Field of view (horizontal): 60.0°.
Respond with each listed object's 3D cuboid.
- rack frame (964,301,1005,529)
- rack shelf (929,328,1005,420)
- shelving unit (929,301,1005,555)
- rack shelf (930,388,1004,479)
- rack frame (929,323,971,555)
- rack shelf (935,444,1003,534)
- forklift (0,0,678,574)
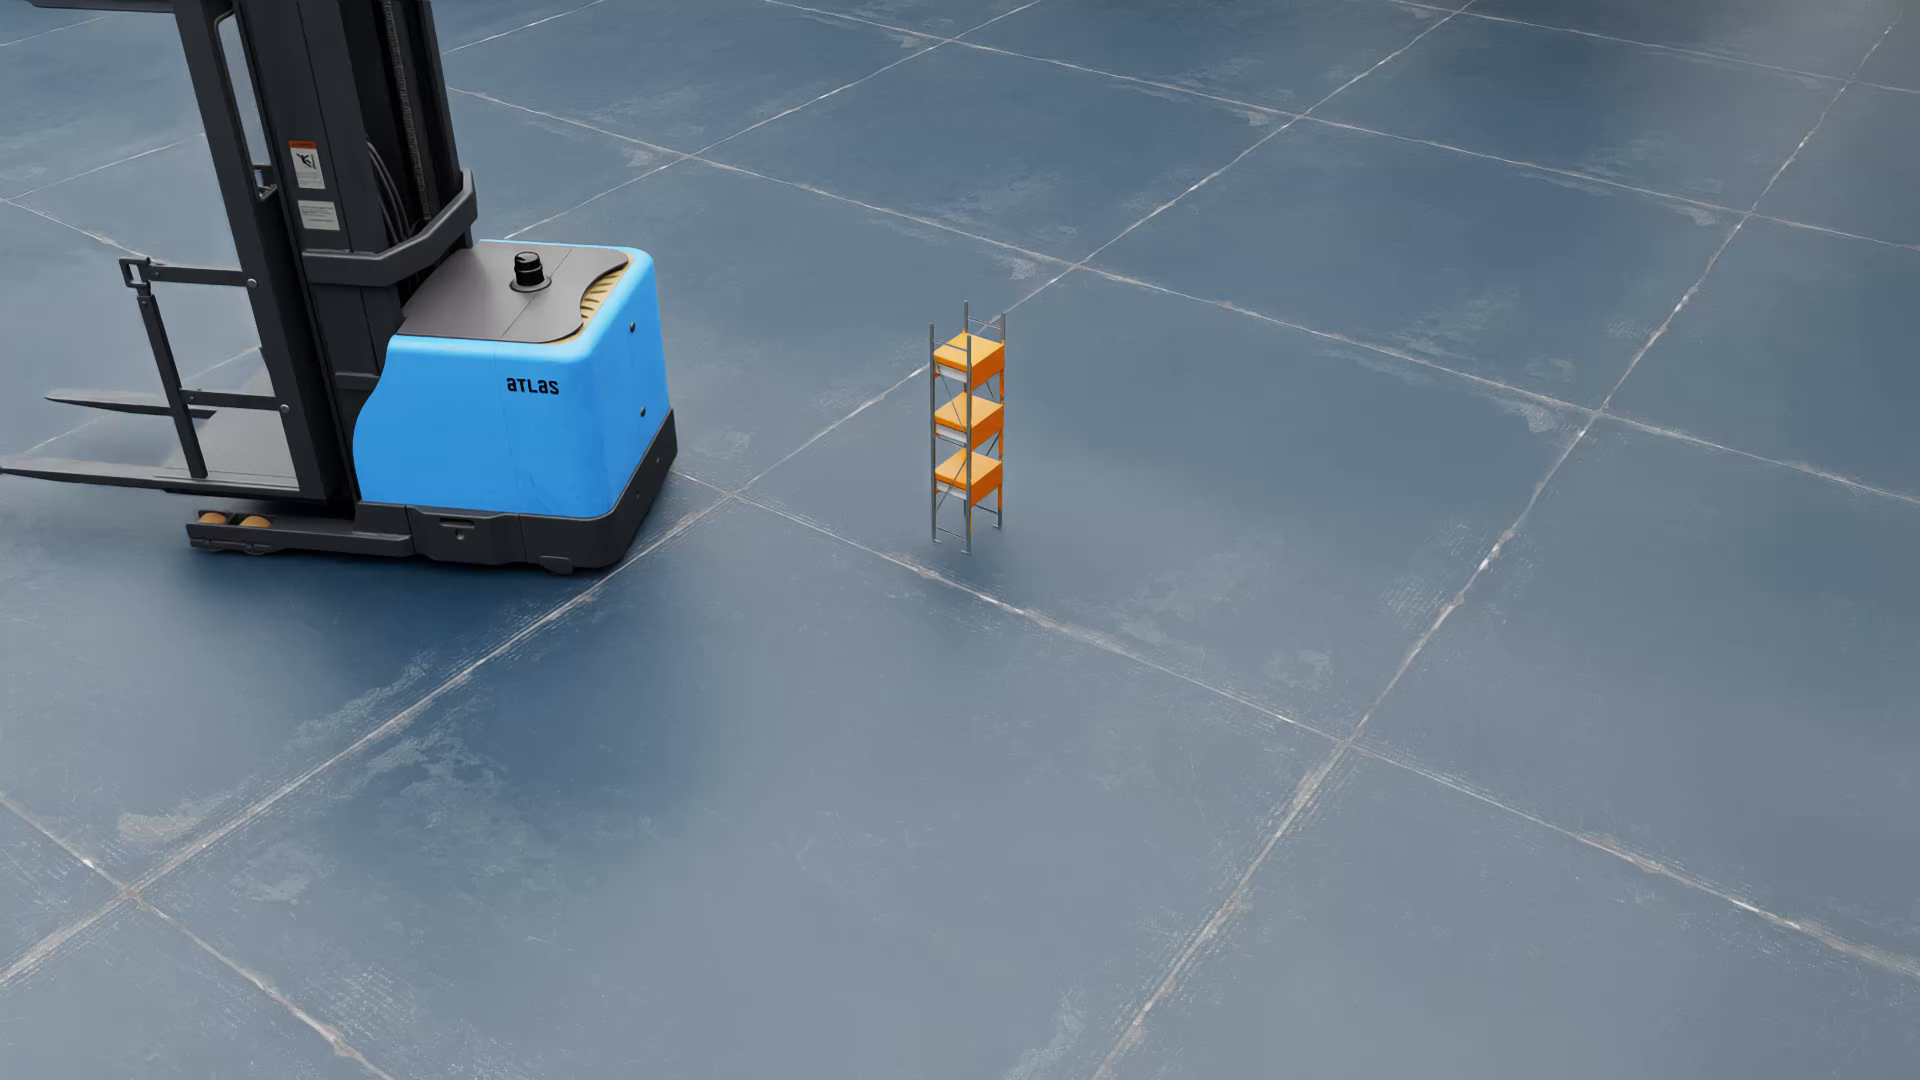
[{"bbox_3d":[0.100,-0.516,7.075,0.200,1.050,0.008,21,39,28],"label":"rack frame"},{"bbox_3d":[0.031,-0.686,6.839,0.215,0.259,0.240,21,39,28],"label":"rack shelf"},{"bbox_3d":[0.031,-0.460,6.992,0.215,1.050,0.252,21,39,28],"label":"shelving unit"},{"bbox_3d":[0.031,-0.451,6.998,0.215,0.259,0.240,21,39,28],"label":"rack shelf"},{"bbox_3d":[-0.039,-0.403,6.909,0.200,1.050,0.008,21,39,28],"label":"rack frame"},{"bbox_3d":[0.031,-0.221,7.154,0.215,0.259,0.240,21,39,28],"label":"rack shelf"},{"bbox_3d":[-2.870,-1.437,6.758,3.031,2.935,1.130,4,34,7],"label":"forklift"}]
